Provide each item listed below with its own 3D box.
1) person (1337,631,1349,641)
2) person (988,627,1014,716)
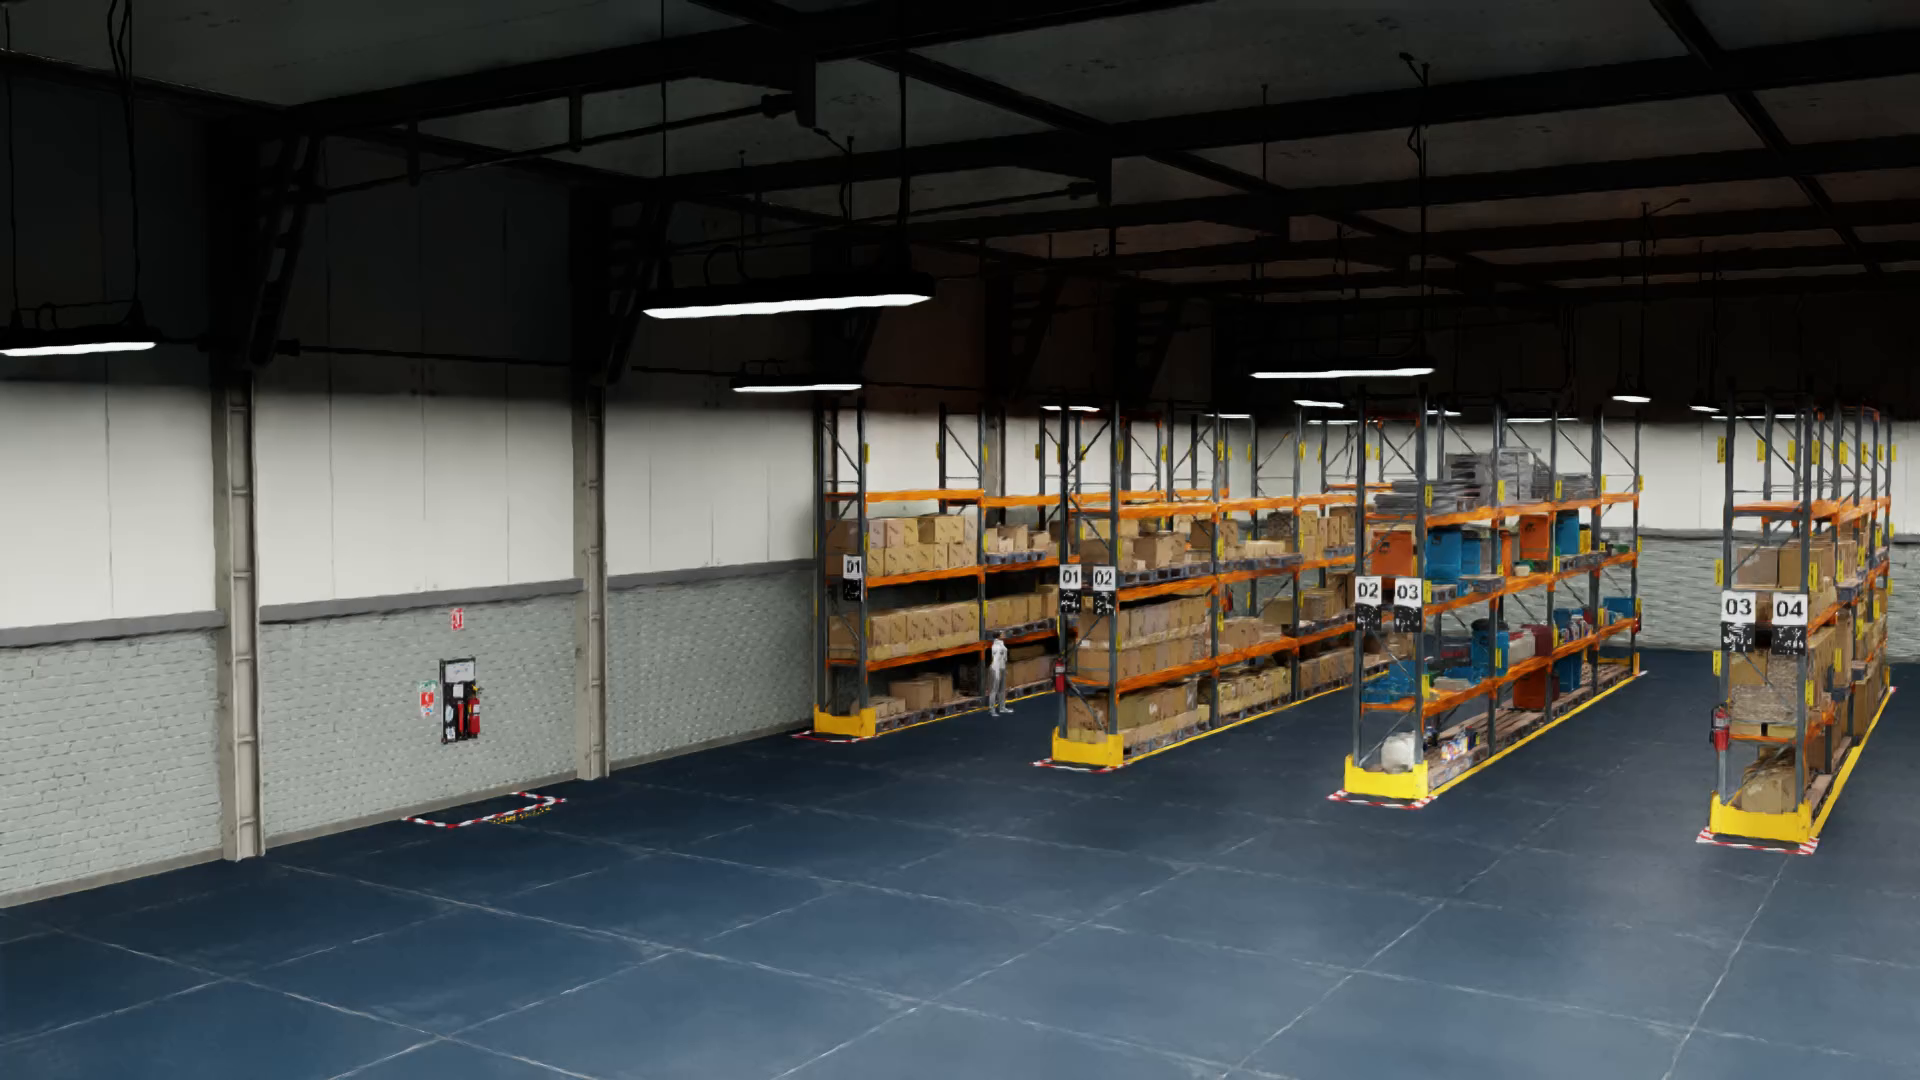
[{"bbox_3d":[9.678,1.906,41.567,0.466,1.794,0.629,1,3,19],"label":"person"},{"bbox_3d":[0.775,2.488,31.647,0.433,1.684,0.550,1,3,16],"label":"person"}]
